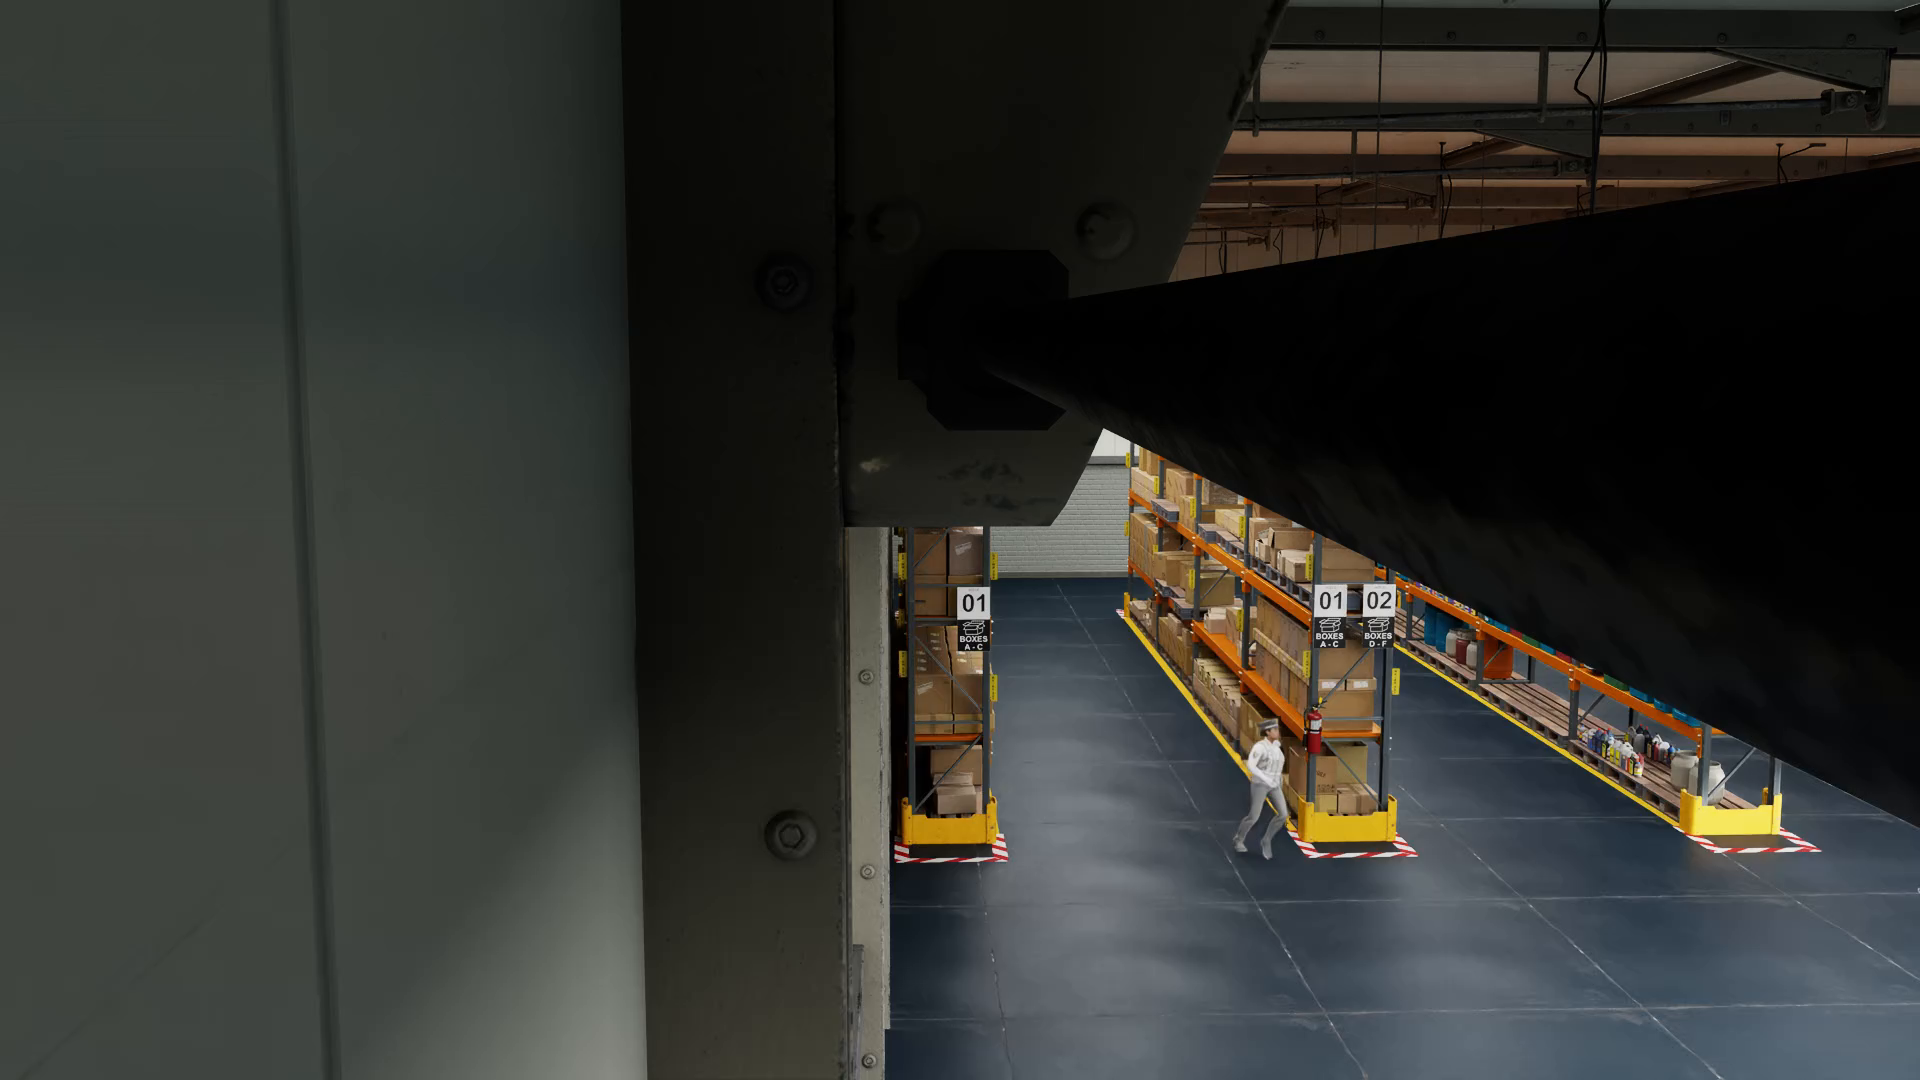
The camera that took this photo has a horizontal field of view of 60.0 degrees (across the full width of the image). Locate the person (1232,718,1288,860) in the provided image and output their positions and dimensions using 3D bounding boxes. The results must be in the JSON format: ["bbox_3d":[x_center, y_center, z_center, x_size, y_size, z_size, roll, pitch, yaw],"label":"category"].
[{"bbox_3d":[3.696,2.964,20.008,0.676,1.685,0.644,-5,9,-34],"label":"person"}]
